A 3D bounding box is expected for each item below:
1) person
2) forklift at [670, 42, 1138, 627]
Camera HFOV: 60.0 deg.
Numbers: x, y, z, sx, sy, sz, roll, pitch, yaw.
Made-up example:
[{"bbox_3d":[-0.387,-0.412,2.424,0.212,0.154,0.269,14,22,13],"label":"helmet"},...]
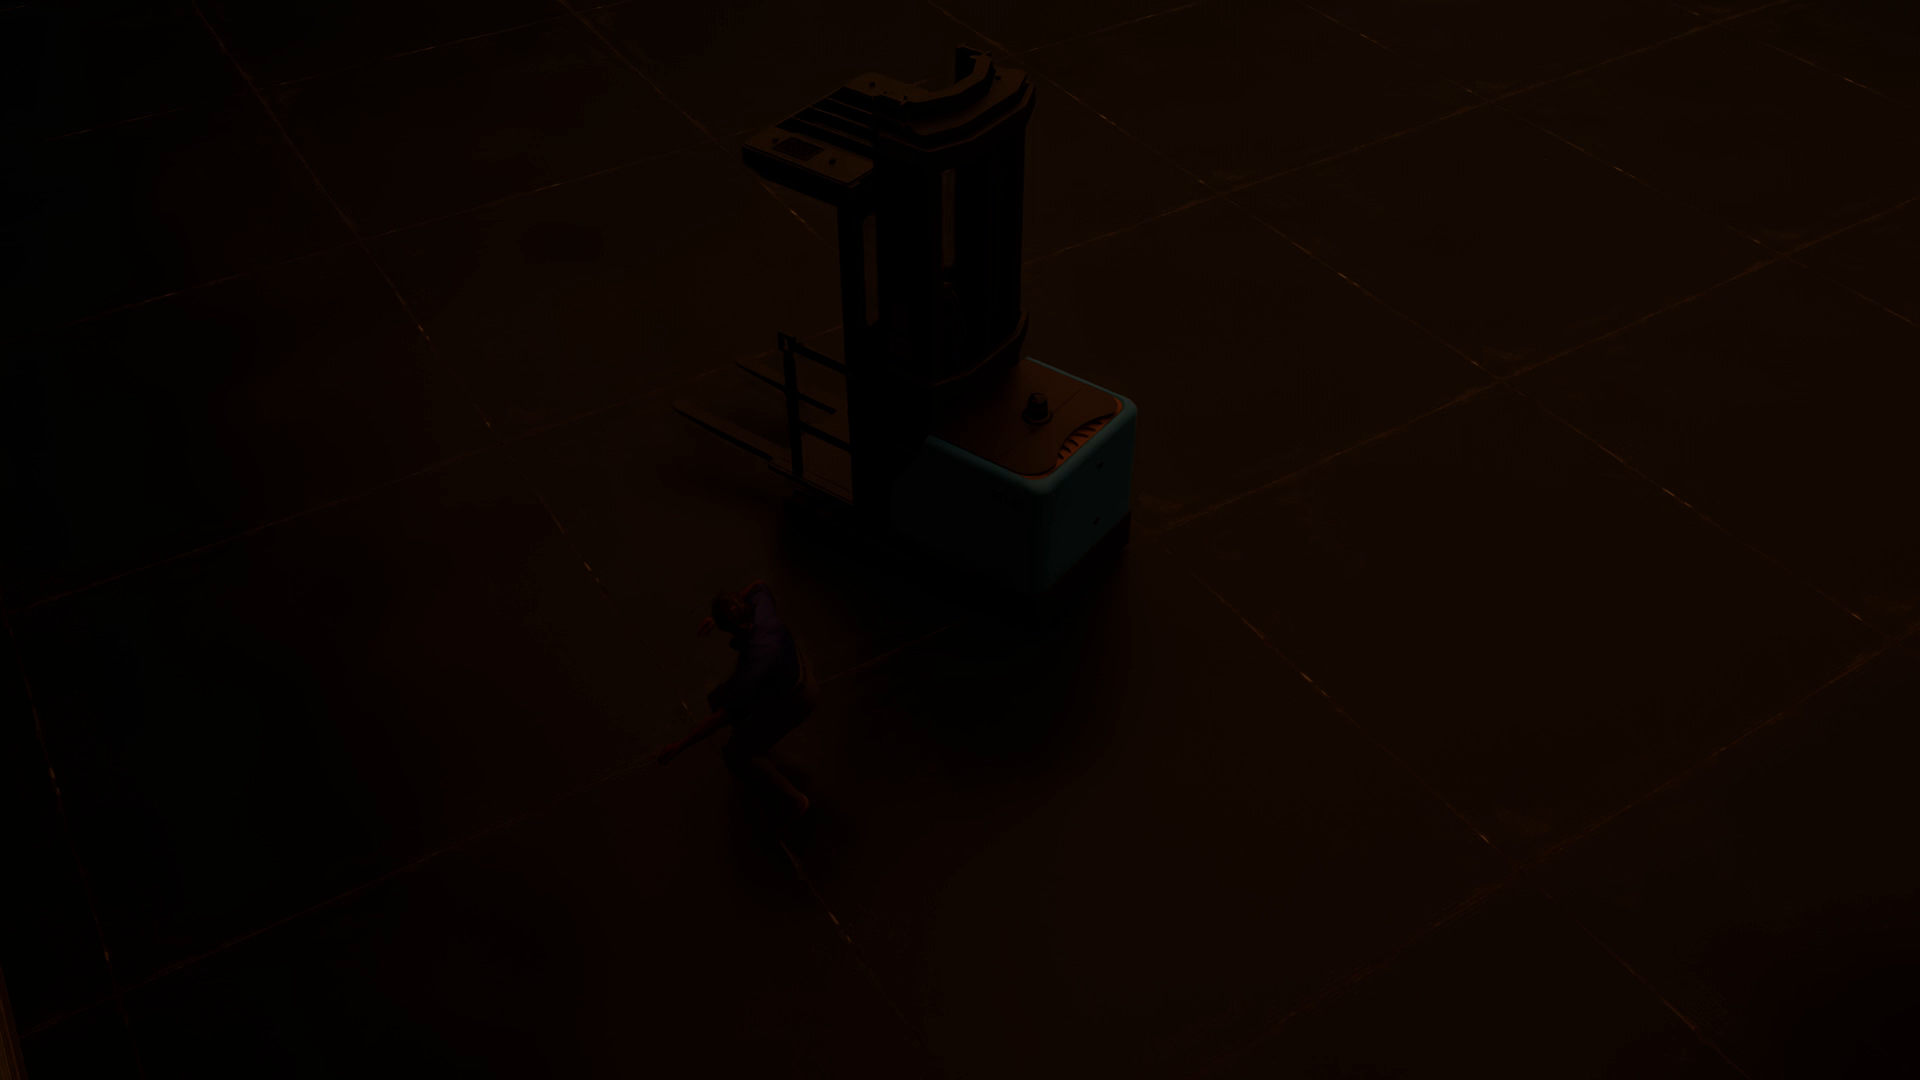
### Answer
[{"bbox_3d":[-1.107,0.756,8.205,0.835,1.414,0.728,-8,42,-9],"label":"person"},{"bbox_3d":[-0.466,-1.397,9.470,3.031,2.935,1.130,26,47,27],"label":"forklift"}]
